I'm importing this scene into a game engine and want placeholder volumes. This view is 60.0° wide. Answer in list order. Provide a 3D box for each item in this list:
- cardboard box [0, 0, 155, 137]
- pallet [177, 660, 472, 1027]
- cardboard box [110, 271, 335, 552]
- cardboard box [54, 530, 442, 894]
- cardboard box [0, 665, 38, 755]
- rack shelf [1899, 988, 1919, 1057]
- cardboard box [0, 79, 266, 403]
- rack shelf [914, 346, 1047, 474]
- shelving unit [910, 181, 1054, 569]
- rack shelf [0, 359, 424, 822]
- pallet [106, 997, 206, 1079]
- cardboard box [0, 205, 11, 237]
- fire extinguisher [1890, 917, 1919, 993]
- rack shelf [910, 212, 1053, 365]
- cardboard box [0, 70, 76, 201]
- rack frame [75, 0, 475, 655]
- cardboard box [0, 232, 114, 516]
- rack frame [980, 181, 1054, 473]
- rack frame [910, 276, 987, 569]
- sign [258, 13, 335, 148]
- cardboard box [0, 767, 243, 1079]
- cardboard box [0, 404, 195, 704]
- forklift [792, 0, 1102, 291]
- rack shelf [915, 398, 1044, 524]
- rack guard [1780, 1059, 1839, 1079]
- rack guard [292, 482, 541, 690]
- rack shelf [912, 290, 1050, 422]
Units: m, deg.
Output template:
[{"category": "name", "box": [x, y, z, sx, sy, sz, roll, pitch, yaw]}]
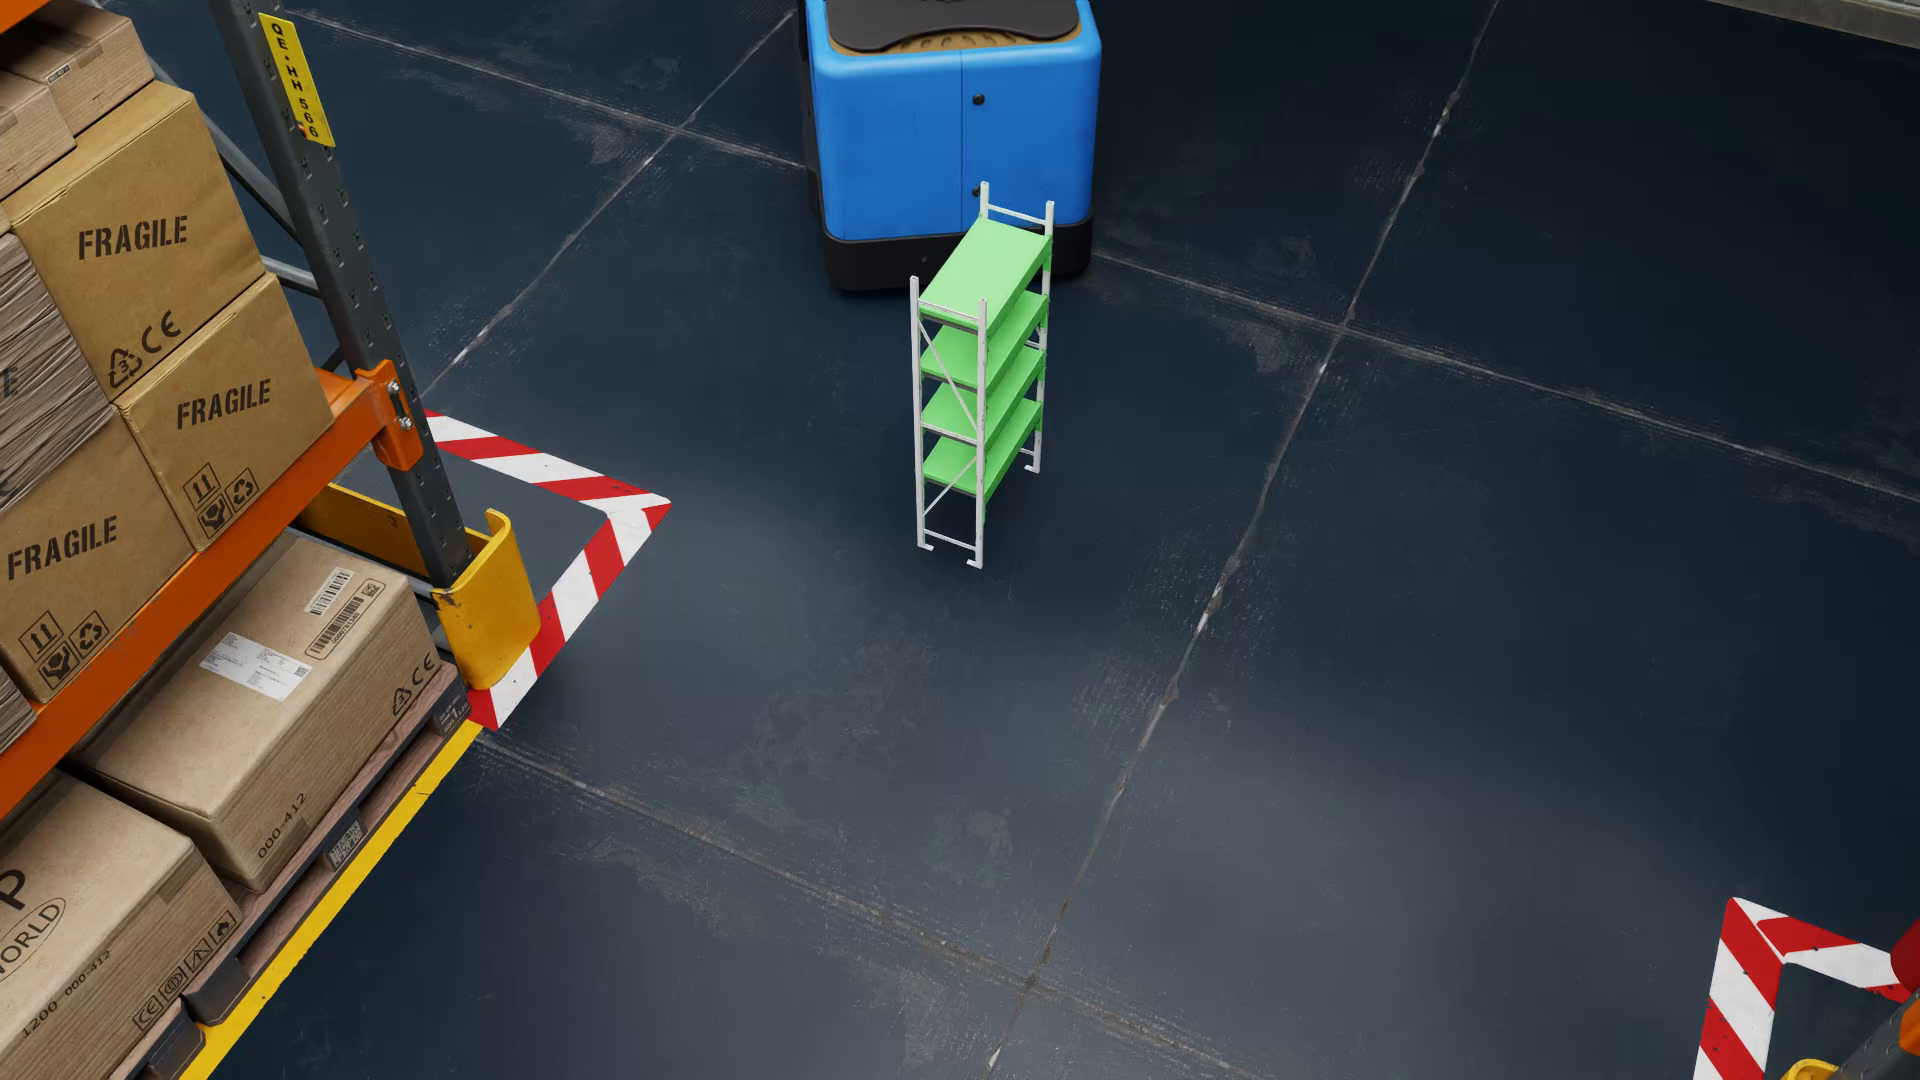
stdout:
[{"category": "cardboard box", "box": [-1.949, -1.020, 3.500, 0.380, 0.149, 0.250, 20, 53, 17]}, {"category": "pallet", "box": [-2.248, 0.715, 5.003, 1.003, 0.211, 1.213, 20, 52, 16]}, {"category": "cardboard box", "box": [-1.944, -0.379, 4.038, 0.500, 0.500, 0.500, 20, 53, 16]}, {"category": "cardboard box", "box": [-2.169, 0.416, 4.833, 0.875, 0.438, 0.875, 18, 52, 15]}, {"category": "cardboard box", "box": [-2.383, 0.319, 3.444, 0.500, 0.500, 0.500, 21, 53, 17]}, {"category": "rack shelf", "box": [1.658, 2.458, 2.162, 1.077, 0.370, 4.000, 20, 52, 16]}, {"category": "cardboard box", "box": [-1.968, -0.712, 3.664, 0.500, 0.500, 0.500, 21, 53, 17]}, {"category": "rack shelf", "box": [0.071, -0.461, 5.439, 0.258, 0.148, 0.480, 20, 52, 16]}, {"category": "shelving unit", "box": [0.071, -0.503, 5.390, 0.258, 1.200, 0.503, 20, 52, 16]}, {"category": "rack shelf", "box": [-2.832, 0.845, 3.534, 1.077, 0.370, 4.000, 20, 52, 16]}, {"category": "pallet", "box": [-2.770, 1.552, 4.291, 1.003, 0.211, 1.213, 20, 52, 16]}, {"category": "cardboard box", "box": [-2.070, -0.632, 3.170, 0.380, 0.149, 0.250, 19, 52, 16]}, {"category": "fire extinguisher", "box": [2.157, 0.742, 3.445, 0.296, 0.674, 0.183, 20, 52, 16]}, {"category": "rack shelf", "box": [0.071, -0.772, 5.073, 0.258, 0.148, 0.480, 20, 52, 16]}, {"category": "cardboard box", "box": [-2.036, -0.837, 3.345, 0.380, 0.149, 0.250, 21, 53, 17]}, {"category": "rack frame", "box": [-1.977, -0.765, 4.432, 1.000, 3.000, 0.127, 20, 52, 16]}, {"category": "cardboard box", "box": [-2.165, -0.343, 3.350, 0.500, 0.500, 0.500, 20, 52, 16]}, {"category": "rack frame", "box": [0.175, -0.671, 5.533, 0.240, 1.200, 0.015, 20, 52, 16]}, {"category": "rack frame", "box": [-0.034, -0.335, 5.247, 0.240, 1.200, 0.015, 20, 52, 16]}, {"category": "sign", "box": [-1.492, -1.031, 3.742, 0.100, 0.325, 0.005, 20, 52, 16]}, {"category": "cardboard box", "box": [-2.552, 1.049, 4.294, 0.875, 0.438, 0.875, 21, 53, 17]}, {"category": "cardboard box", "box": [-2.172, -0.039, 3.748, 0.500, 0.500, 0.500, 19, 52, 15]}, {"category": "forklift", "box": [-0.171, -3.057, 6.427, 1.130, 2.935, 3.031, -5, 50, -4]}, {"category": "rack shelf", "box": [0.071, -0.306, 5.621, 0.258, 0.148, 0.480, 20, 52, 16]}, {"category": "rack guard", "box": [2.480, 1.710, 3.967, 1.175, 0.500, 0.348, 20, 52, 16]}, {"category": "rack guard", "box": [-1.967, 0.028, 5.398, 1.175, 0.500, 0.348, 20, 52, 16]}, {"category": "rack shelf", "box": [0.071, -0.617, 5.256, 0.258, 0.148, 0.480, 20, 52, 16]}]
